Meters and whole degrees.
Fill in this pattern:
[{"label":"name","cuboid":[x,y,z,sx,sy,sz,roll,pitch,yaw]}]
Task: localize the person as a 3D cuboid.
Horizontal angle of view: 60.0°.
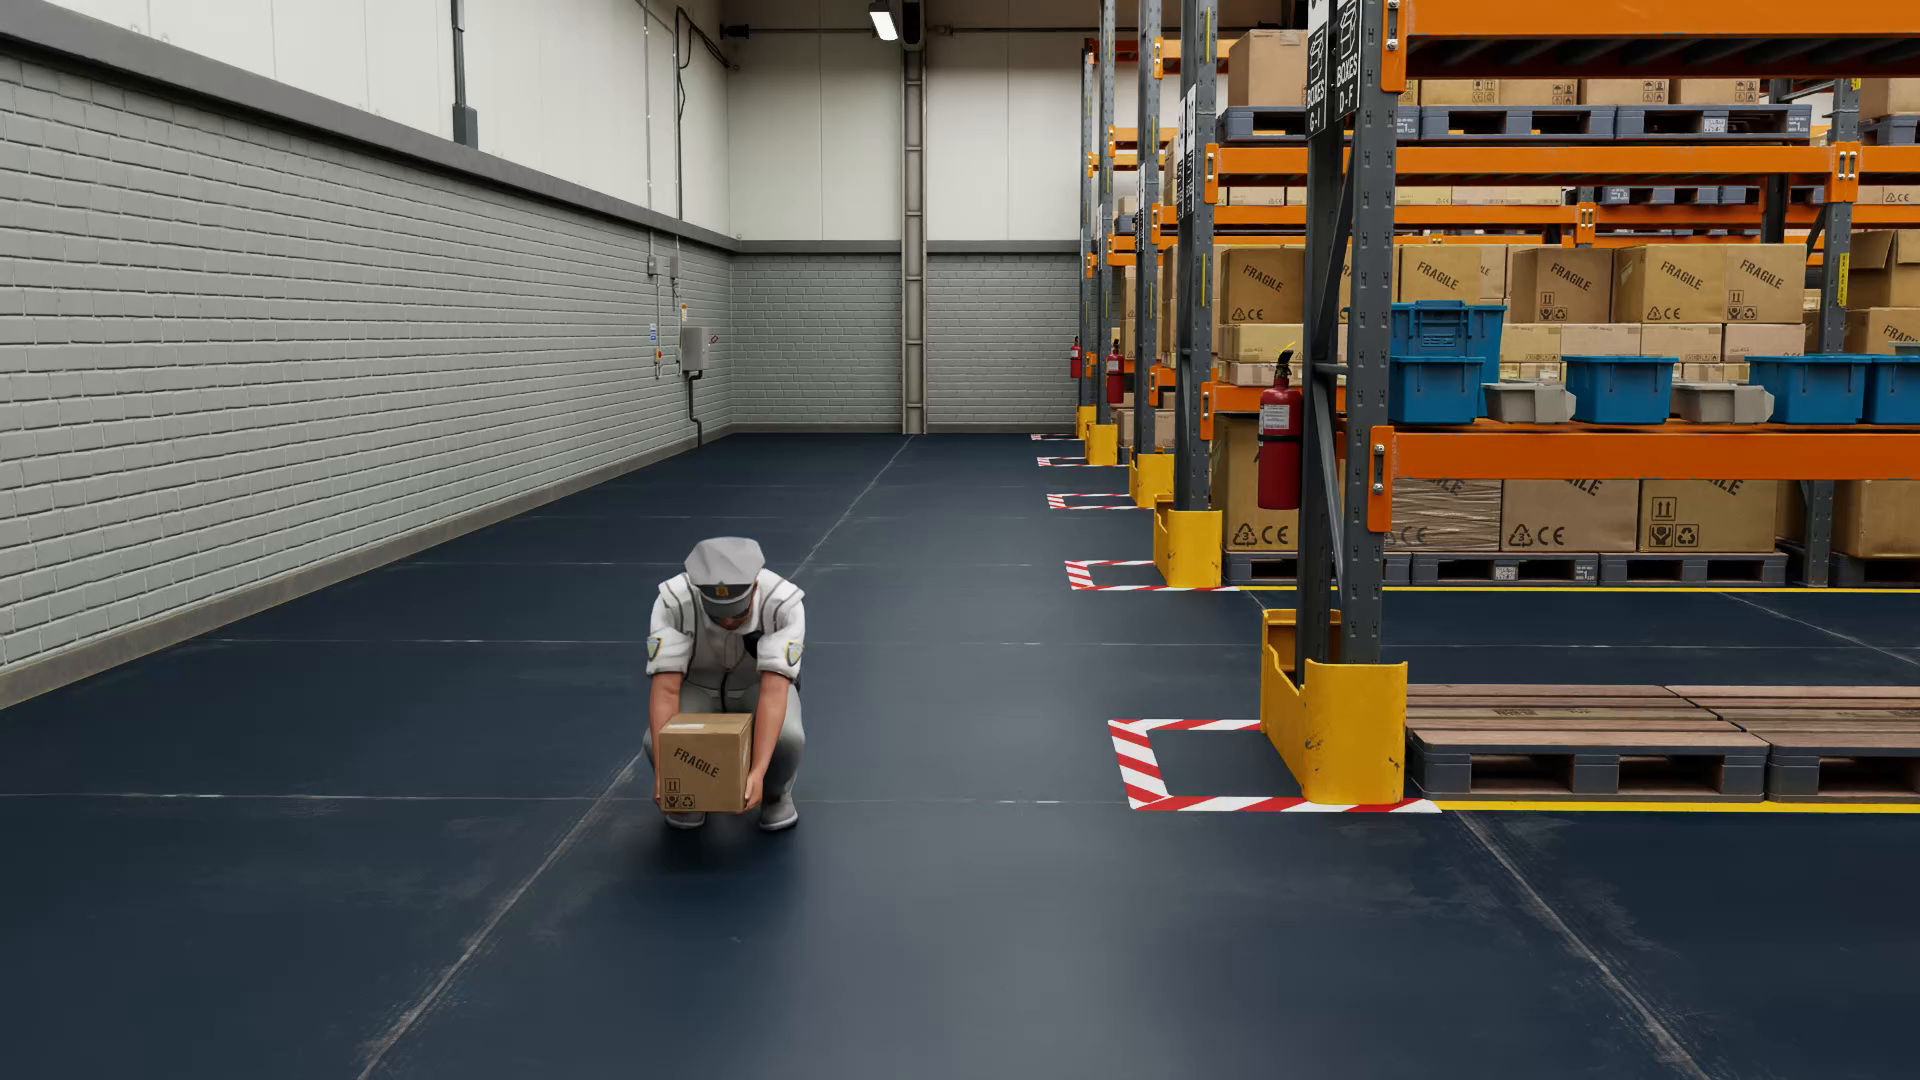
[{"label":"person","cuboid":[-0.768,0.468,5.493,0.535,1.026,0.909,0,7,0]}]
